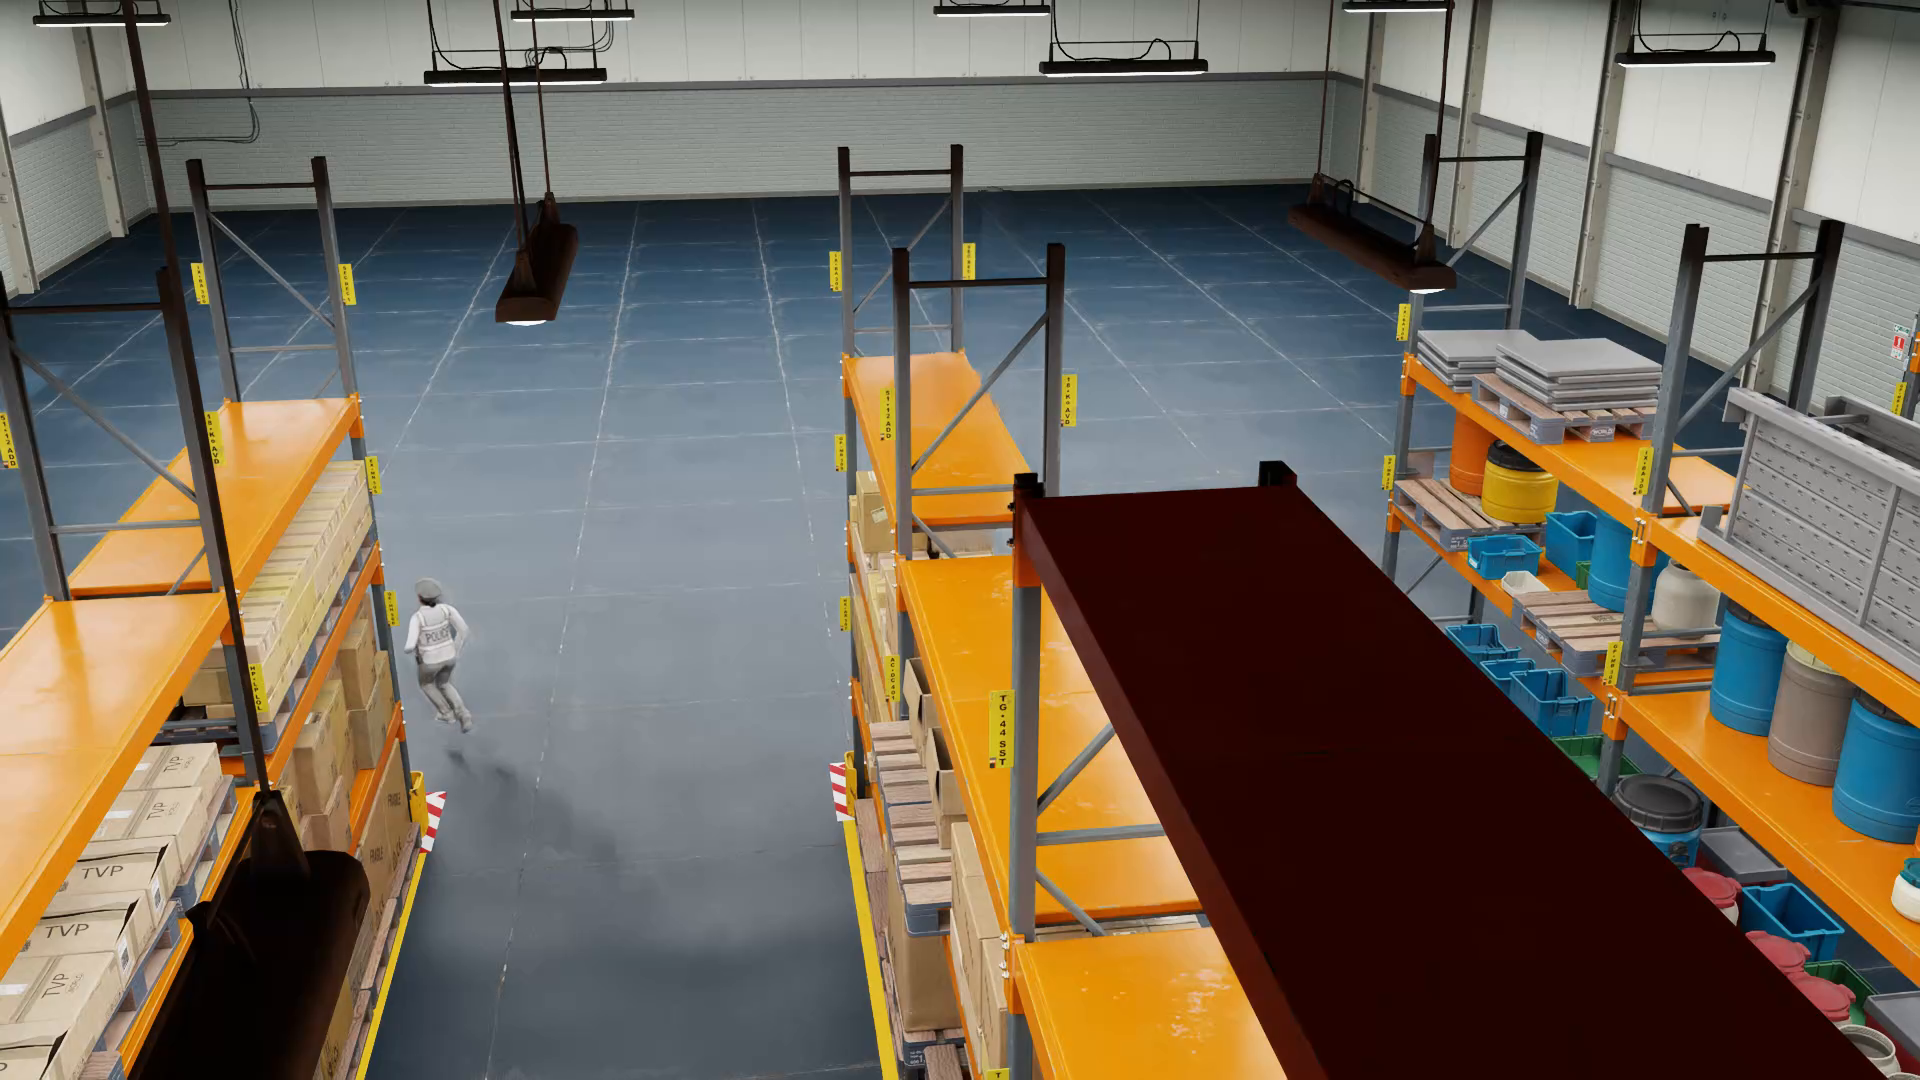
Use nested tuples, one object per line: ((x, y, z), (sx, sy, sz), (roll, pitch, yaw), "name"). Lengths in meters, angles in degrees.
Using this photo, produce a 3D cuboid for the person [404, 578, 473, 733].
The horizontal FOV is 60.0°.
((-5.089, 1.150, 16.129), (0.541, 1.651, 0.632), (18, 28, 38), "person")
